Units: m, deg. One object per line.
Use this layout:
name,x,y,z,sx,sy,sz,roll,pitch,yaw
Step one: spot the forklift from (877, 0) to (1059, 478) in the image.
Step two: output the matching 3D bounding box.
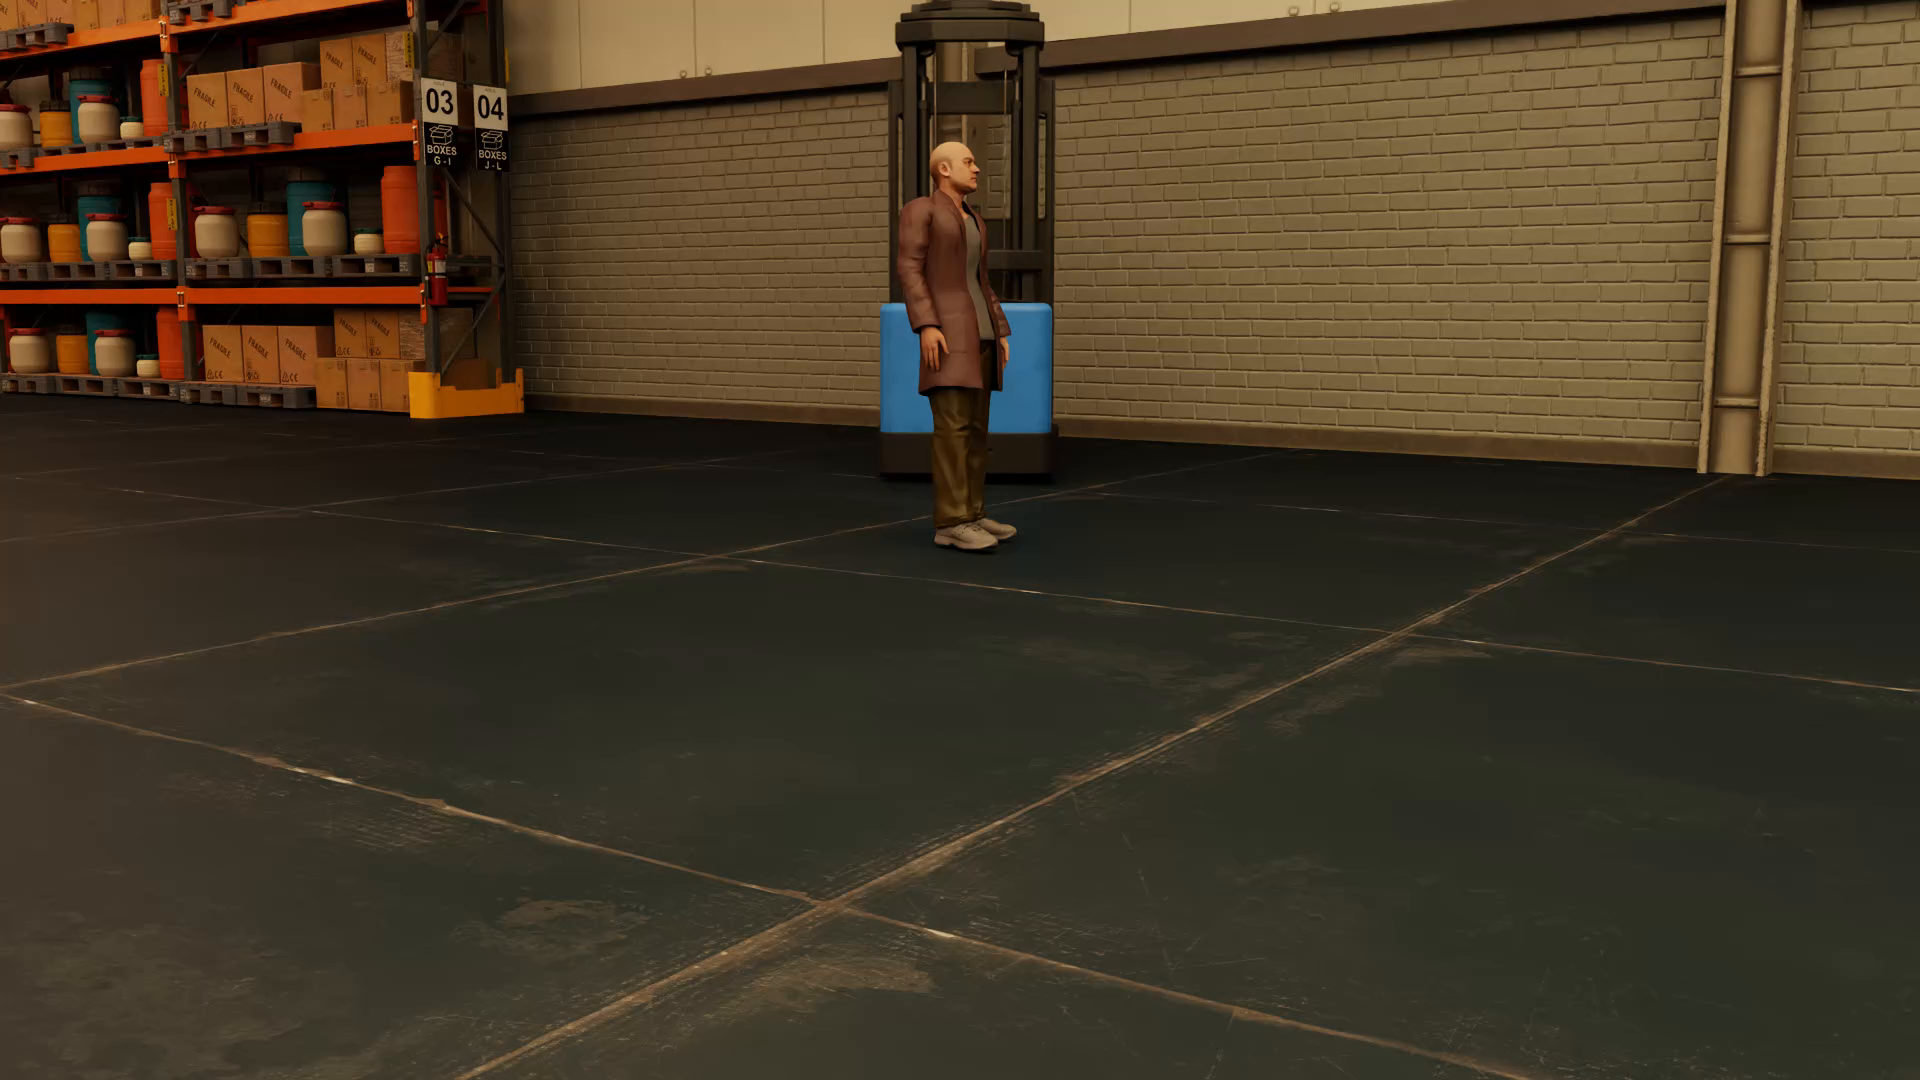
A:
forklift,0.087,-1.986,11.162,1.130,2.935,3.031,0,8,2

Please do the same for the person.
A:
person,0.074,-0.879,7.423,0.579,1.777,0.696,5,10,34
